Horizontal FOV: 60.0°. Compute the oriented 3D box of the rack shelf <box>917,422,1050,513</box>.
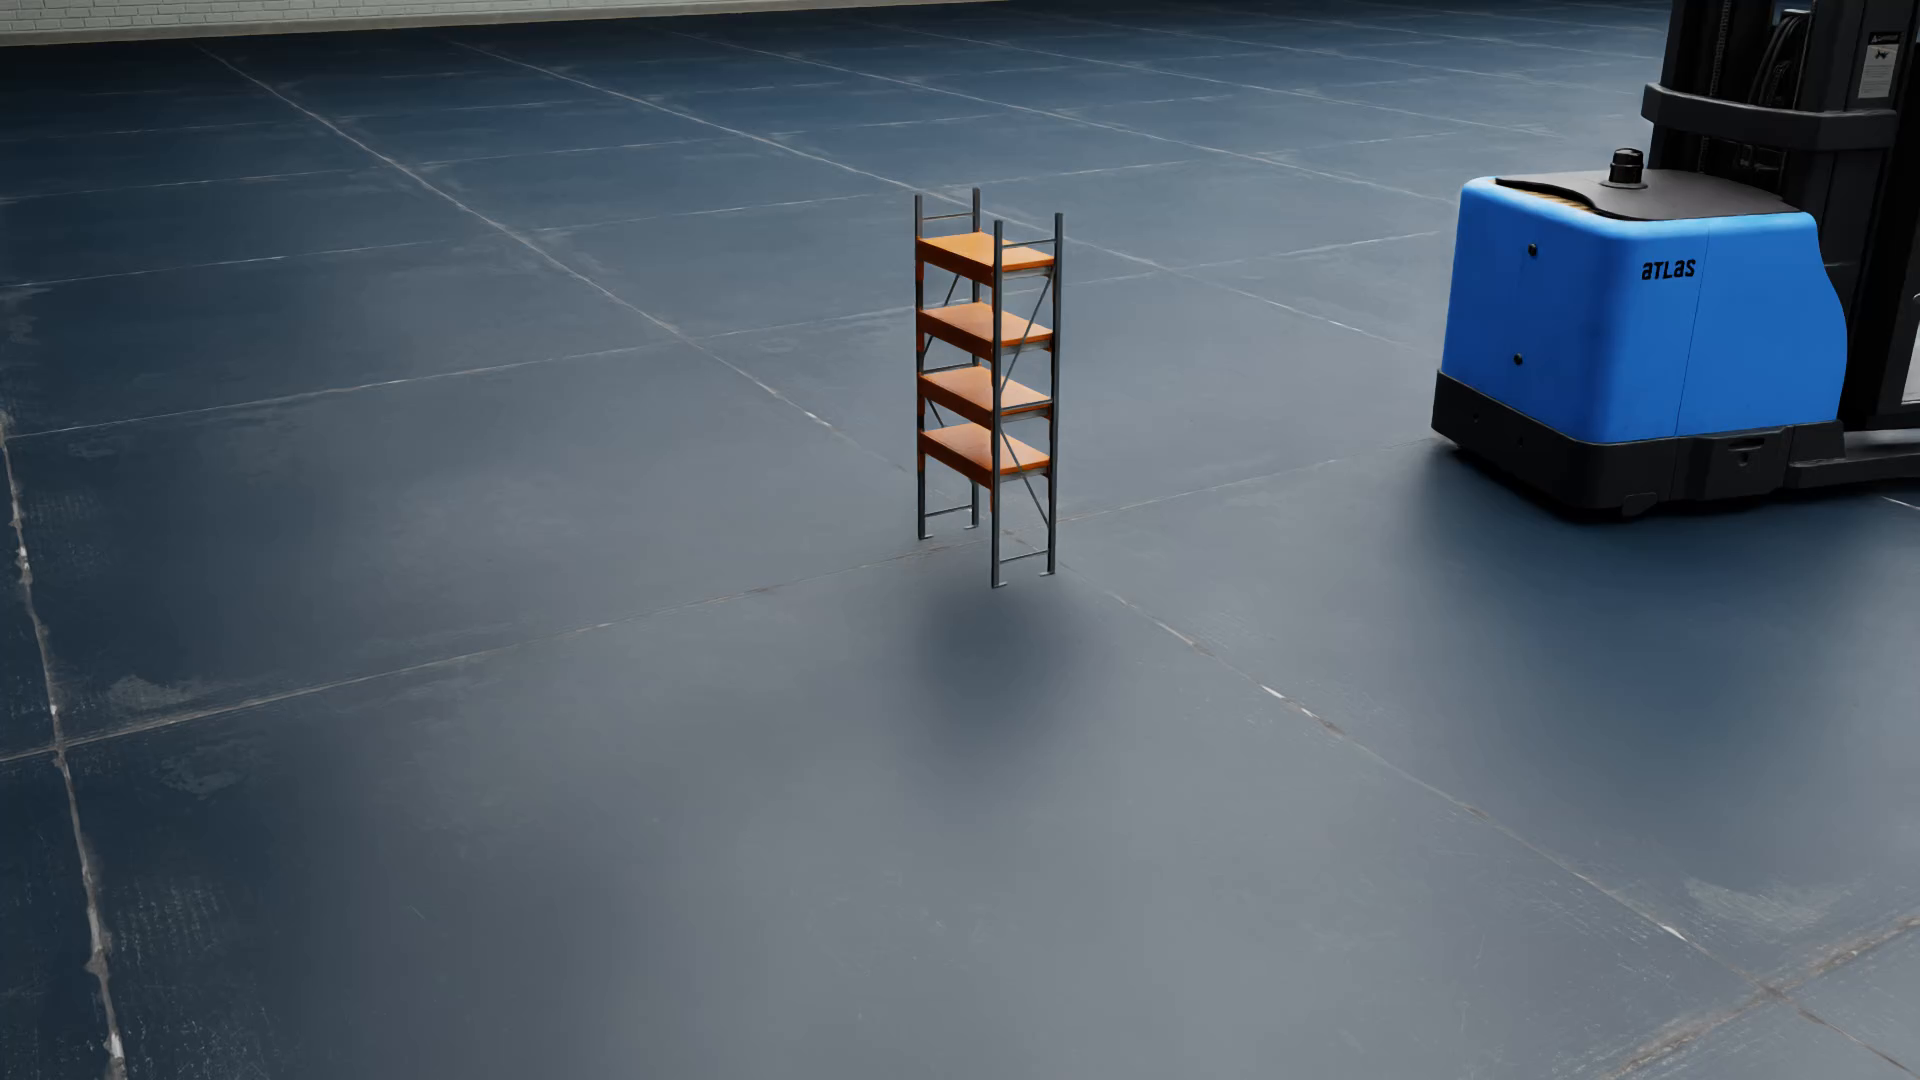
[{"bbox_3d":[0.085,-0.256,5.554,0.258,0.148,0.480,-13,25,-28],"label":"rack shelf"}]

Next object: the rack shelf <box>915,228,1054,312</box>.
[{"bbox_3d":[0.085,-0.866,5.306,0.258,0.148,0.480,-13,25,-28],"label":"rack shelf"}]

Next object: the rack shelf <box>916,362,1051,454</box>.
[{"bbox_3d":[0.085,-0.440,5.479,0.258,0.148,0.480,-13,25,-28],"label":"rack shelf"}]

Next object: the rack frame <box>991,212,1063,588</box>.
[{"bbox_3d":[0.209,-0.423,5.259,0.240,1.200,0.015,-13,25,-28],"label":"rack frame"}]

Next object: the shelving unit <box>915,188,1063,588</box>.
[{"bbox_3d":[0.085,-0.502,5.454,0.258,1.200,0.503,-13,25,-28],"label":"shelving unit"}]

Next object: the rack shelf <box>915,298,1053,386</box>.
[{"bbox_3d":[0.085,-0.647,5.395,0.258,0.148,0.480,-13,25,-28],"label":"rack shelf"}]

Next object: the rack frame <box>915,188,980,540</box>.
[{"bbox_3d":[-0.040,-0.581,5.648,0.240,1.200,0.015,-13,25,-28],"label":"rack frame"}]

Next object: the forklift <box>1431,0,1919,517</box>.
[{"bbox_3d":[3.486,-1.740,6.199,3.031,2.935,1.130,-6,23,-15],"label":"forklift"}]
